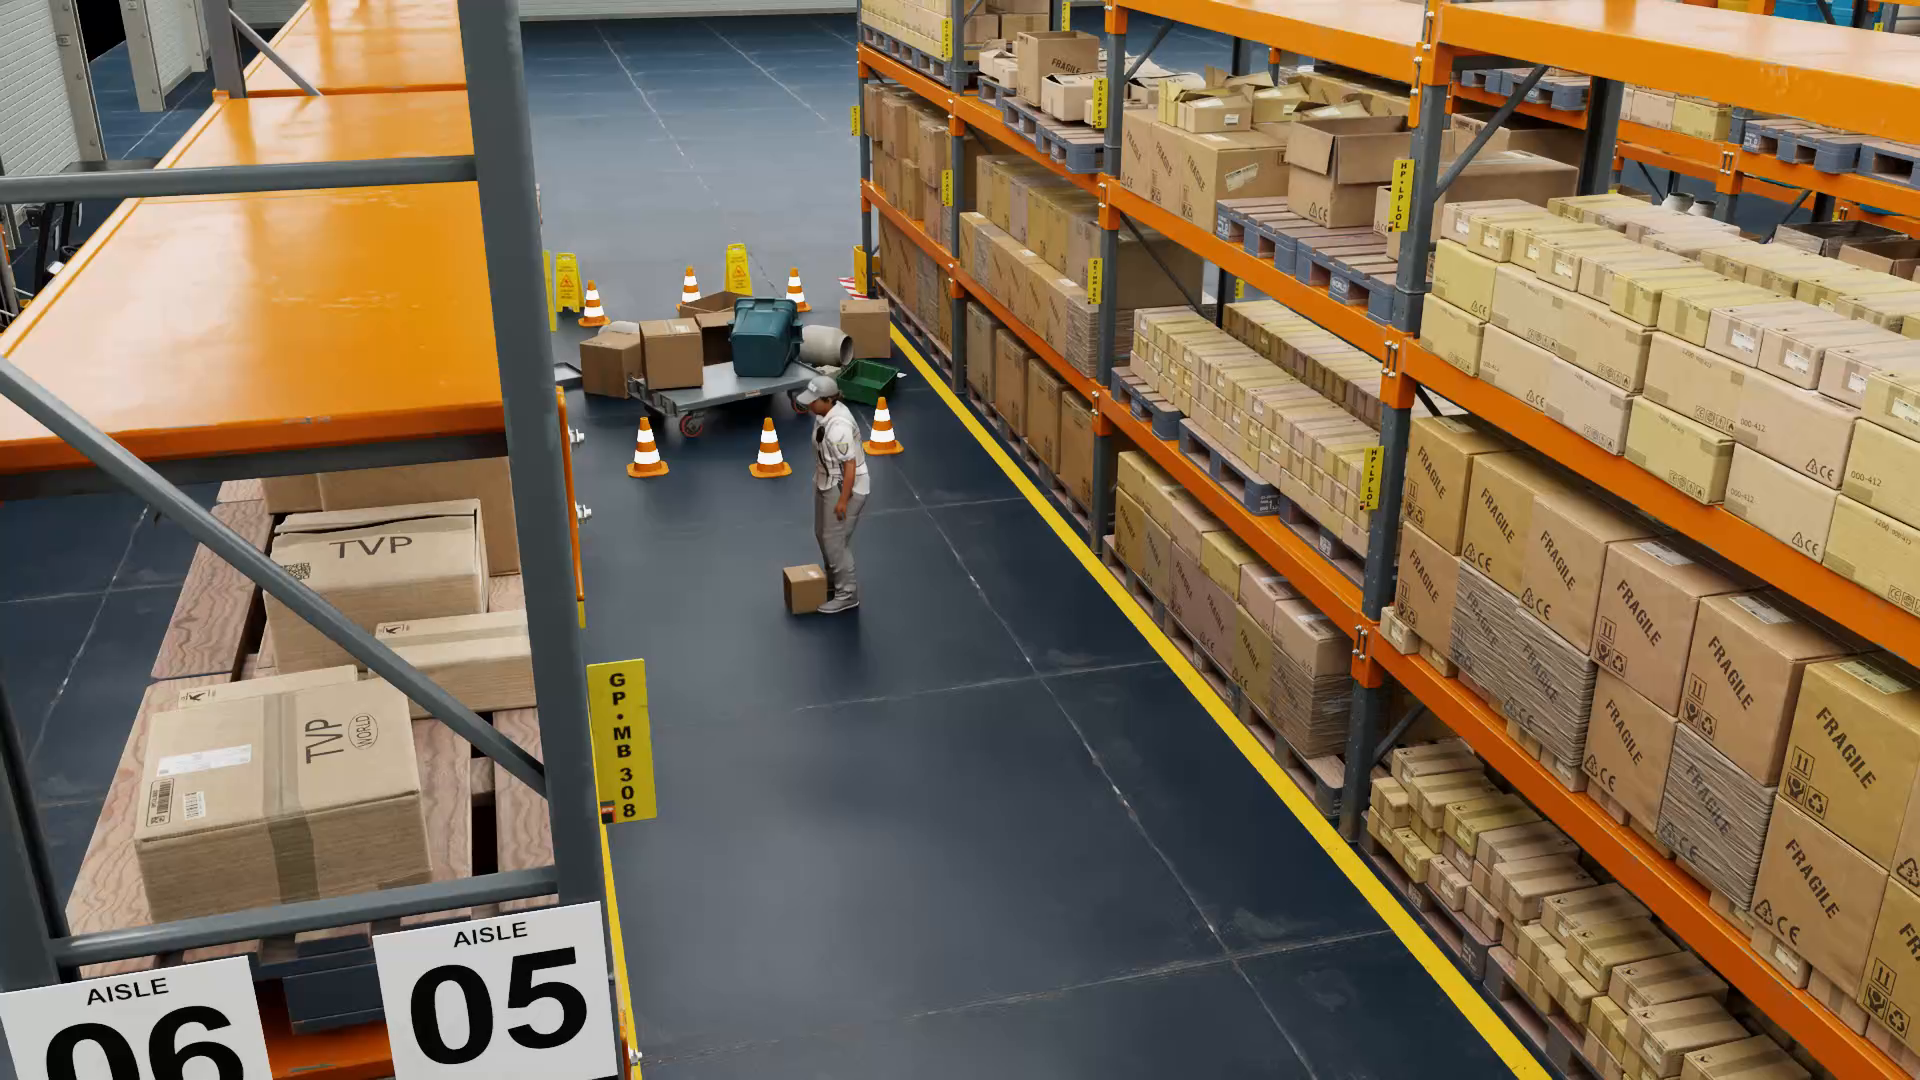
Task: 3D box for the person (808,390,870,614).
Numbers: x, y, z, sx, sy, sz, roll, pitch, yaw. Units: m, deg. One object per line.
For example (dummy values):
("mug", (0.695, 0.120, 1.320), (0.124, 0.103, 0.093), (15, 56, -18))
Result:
("person", (1.389, -10.822, 30.453), (18.326, 6.001, 40.210), (-7, 24, -17))
